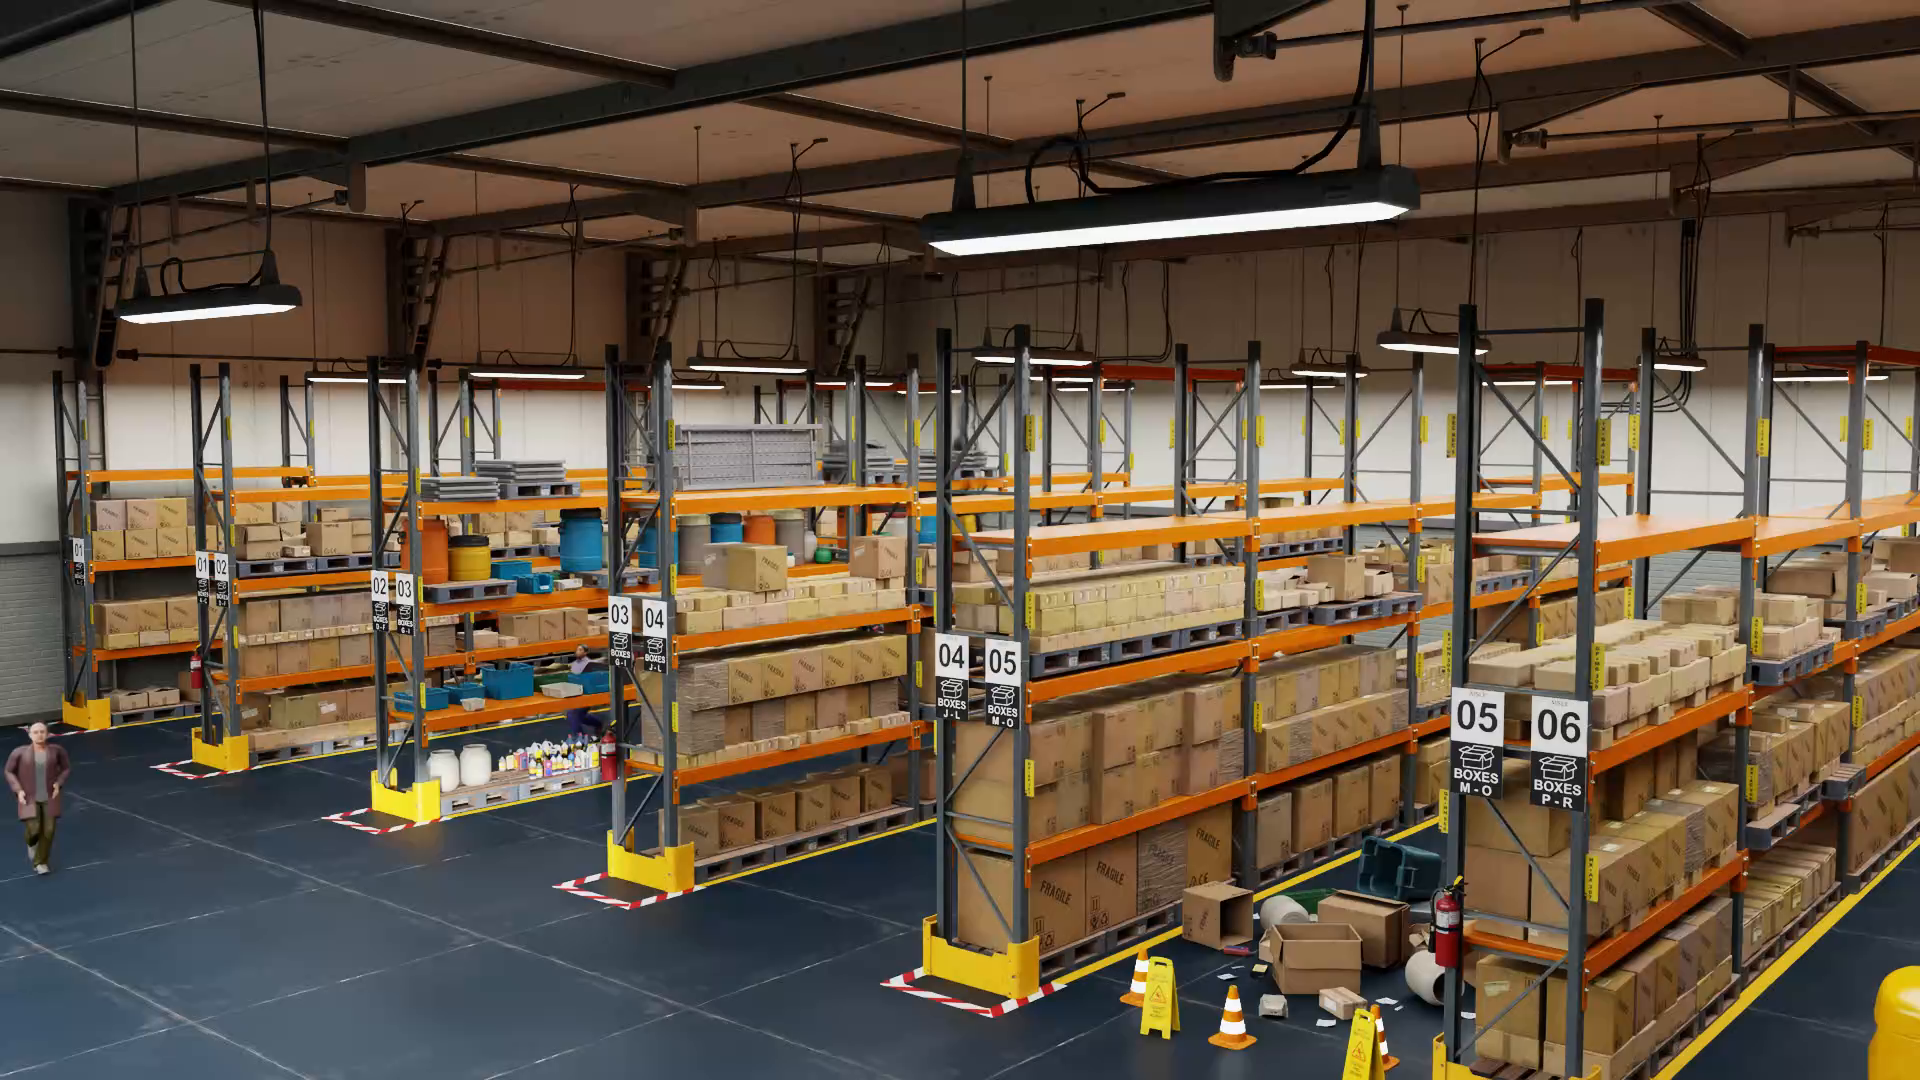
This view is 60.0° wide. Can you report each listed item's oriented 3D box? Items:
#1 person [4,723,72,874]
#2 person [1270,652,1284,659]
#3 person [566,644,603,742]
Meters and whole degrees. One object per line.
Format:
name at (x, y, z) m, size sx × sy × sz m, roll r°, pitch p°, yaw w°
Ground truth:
person at (-10.508, 2.940, 18.990) m, size 0.675 × 1.724 × 0.642 m, roll -3°, pitch 5°, yaw -37°
person at (4.856, 2.528, 25.535) m, size 0.607 × 1.615 × 0.549 m, roll 3°, pitch 5°, yaw 33°
person at (-6.031, 2.455, 26.573) m, size 0.605 × 1.583 × 0.558 m, roll 3°, pitch 5°, yaw 35°
